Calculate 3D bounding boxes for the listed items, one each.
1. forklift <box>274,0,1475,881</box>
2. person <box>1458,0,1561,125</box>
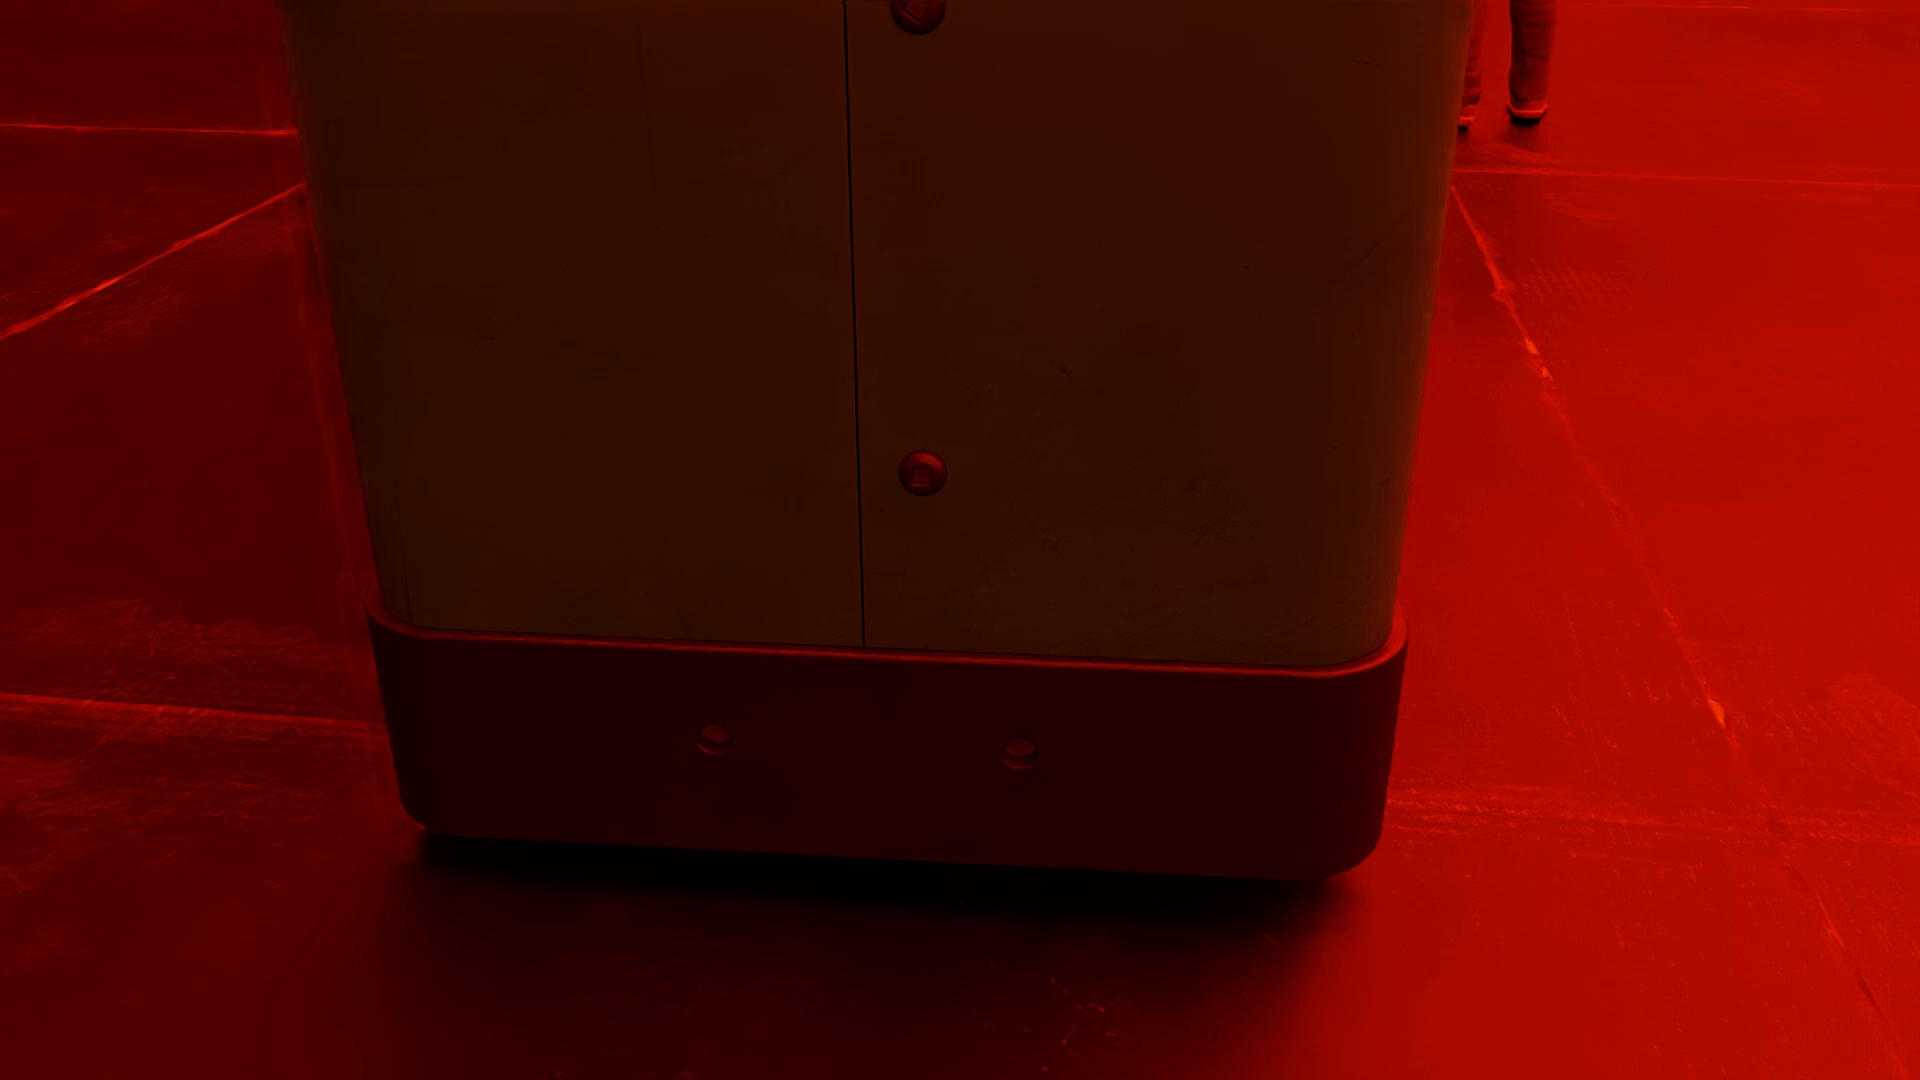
[{"bbox_3d":[0.036,-1.597,2.417,1.130,2.935,3.031,2,27,4],"label":"forklift"},{"bbox_3d":[1.520,-2.010,4.676,0.567,1.644,0.503,3,27,6],"label":"person"}]
